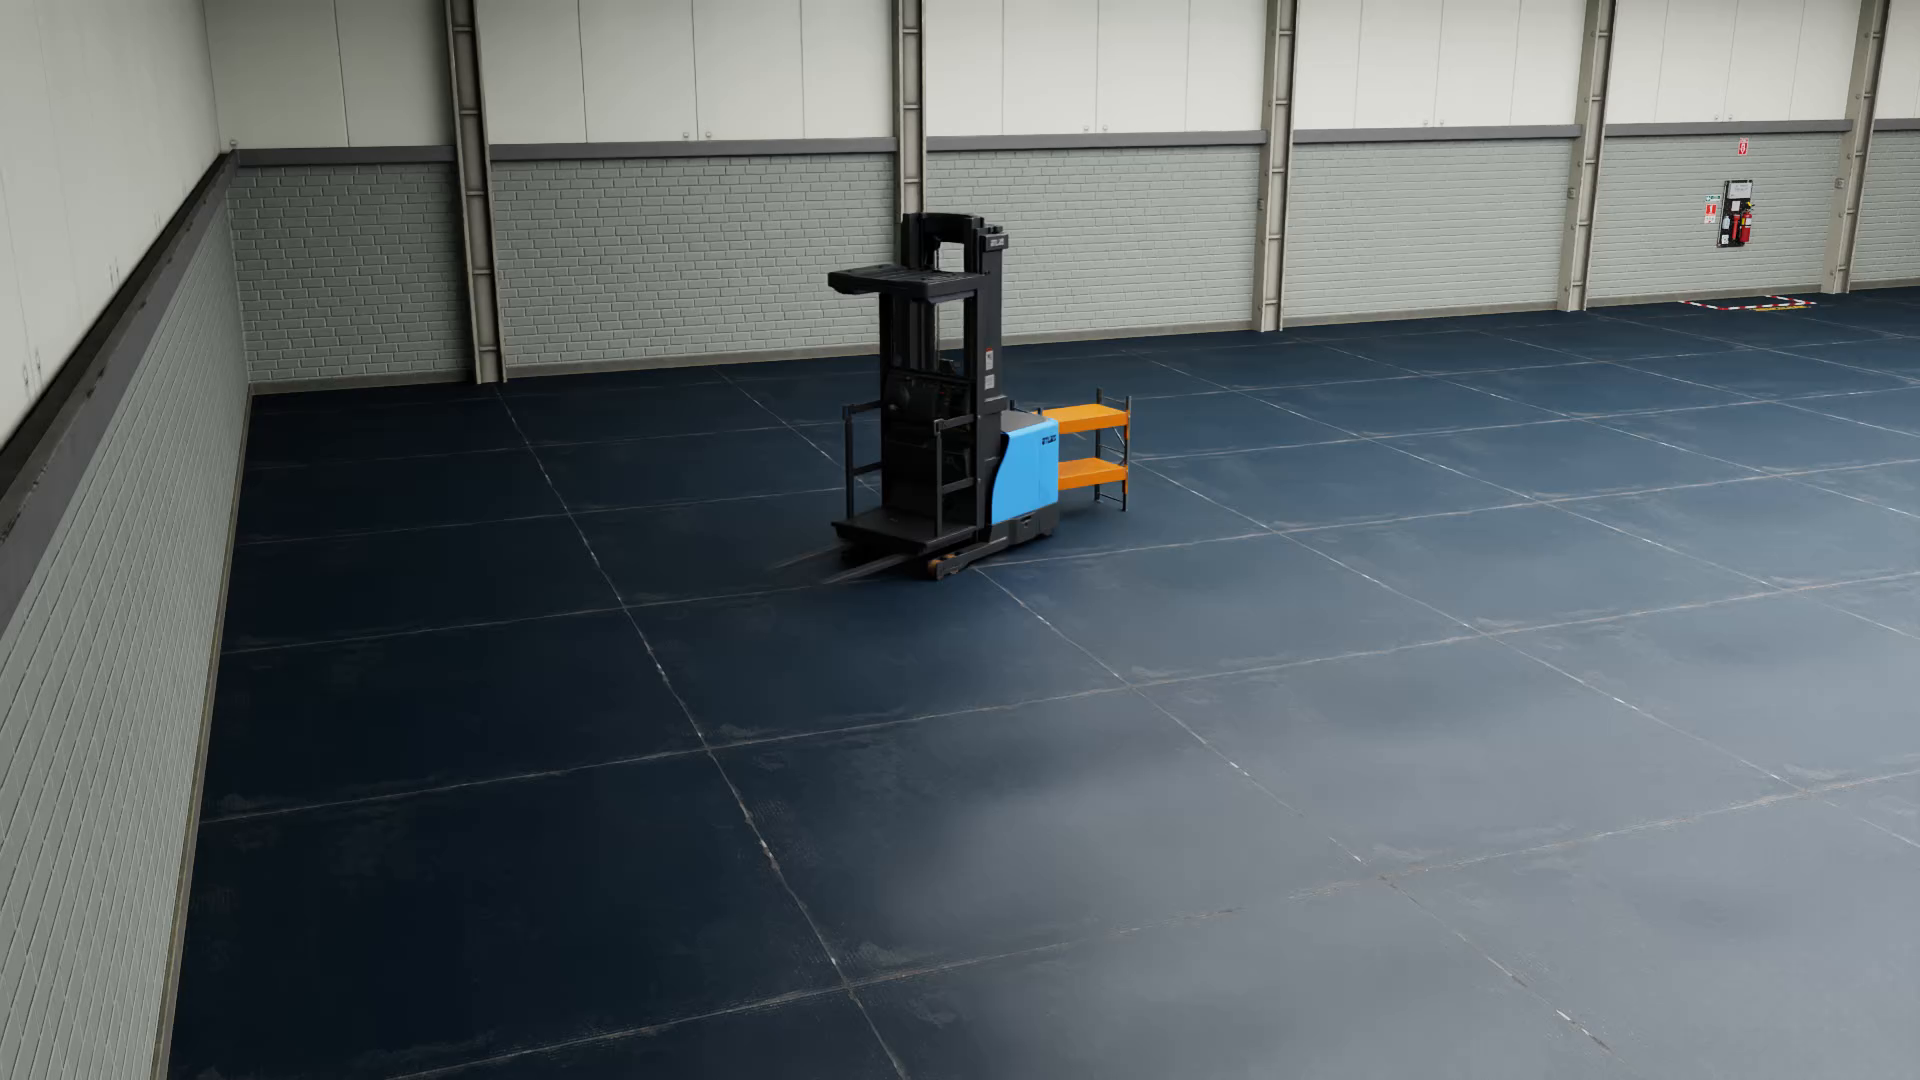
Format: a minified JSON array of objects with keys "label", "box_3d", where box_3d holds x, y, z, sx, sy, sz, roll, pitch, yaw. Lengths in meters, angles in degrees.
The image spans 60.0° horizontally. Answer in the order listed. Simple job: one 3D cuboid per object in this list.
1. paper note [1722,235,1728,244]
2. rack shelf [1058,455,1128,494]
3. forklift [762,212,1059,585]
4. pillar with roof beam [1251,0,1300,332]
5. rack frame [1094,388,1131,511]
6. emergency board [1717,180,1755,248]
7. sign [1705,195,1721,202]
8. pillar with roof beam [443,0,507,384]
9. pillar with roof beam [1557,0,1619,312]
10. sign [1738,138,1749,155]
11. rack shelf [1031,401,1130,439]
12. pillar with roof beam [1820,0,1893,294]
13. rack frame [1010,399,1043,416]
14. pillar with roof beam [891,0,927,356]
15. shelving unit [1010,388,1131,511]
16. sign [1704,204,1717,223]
[{"label":"paper note","box_3d":[13.582,-5.337,29.513,0.142,0.148,0.016,-6,17,-20]},{"label":"rack shelf","box_3d":[1.045,-0.567,15.899,1.000,0.278,0.538,-10,19,-31]},{"label":"forklift","box_3d":[-0.405,-1.232,14.093,1.130,2.935,3.031,13,21,37]},{"label":"pillar with roof beam","box_3d":[6.429,-6.535,21.379,0.400,9.000,9.100,-6,17,-20]},{"label":"rack frame","box_3d":[1.475,-0.878,16.091,0.032,1.125,0.500,-10,19,-31]},{"label":"emergency board","box_3d":[13.772,-5.760,29.387,0.643,1.169,0.194,-6,17,-20]},{"label":"sign","box_3d":[13.227,-6.000,29.204,0.331,0.109,0.001,-6,17,-20]},{"label":"pillar with roof beam","box_3d":[-4.777,-5.325,17.260,0.400,9.000,9.100,-6,17,-20]},{"label":"pillar with roof beam","box_3d":[12.031,-7.139,23.439,0.400,9.000,9.100,-6,17,-20]},{"label":"sign","box_3d":[13.729,-6.897,29.147,0.199,0.298,0.001,-6,17,-20]},{"label":"rack shelf","box_3d":[1.045,-1.082,15.748,1.000,0.278,0.538,-10,19,-31]},{"label":"pillar with roof beam","box_3d":[17.634,-7.744,25.499,0.400,9.000,9.100,-6,17,-20]},{"label":"rack frame","box_3d":[0.616,-0.725,15.570,0.032,1.125,0.500,-10,19,-31]},{"label":"pillar with roof beam","box_3d":[0.826,-5.930,19.320,0.400,9.000,9.100,-6,17,-20]},{"label":"shelving unit","box_3d":[1.045,-0.801,15.831,1.048,1.125,0.538,-10,19,-31]},{"label":"sign","box_3d":[13.219,-5.748,29.285,0.234,0.329,0.001,-6,17,-20]}]
